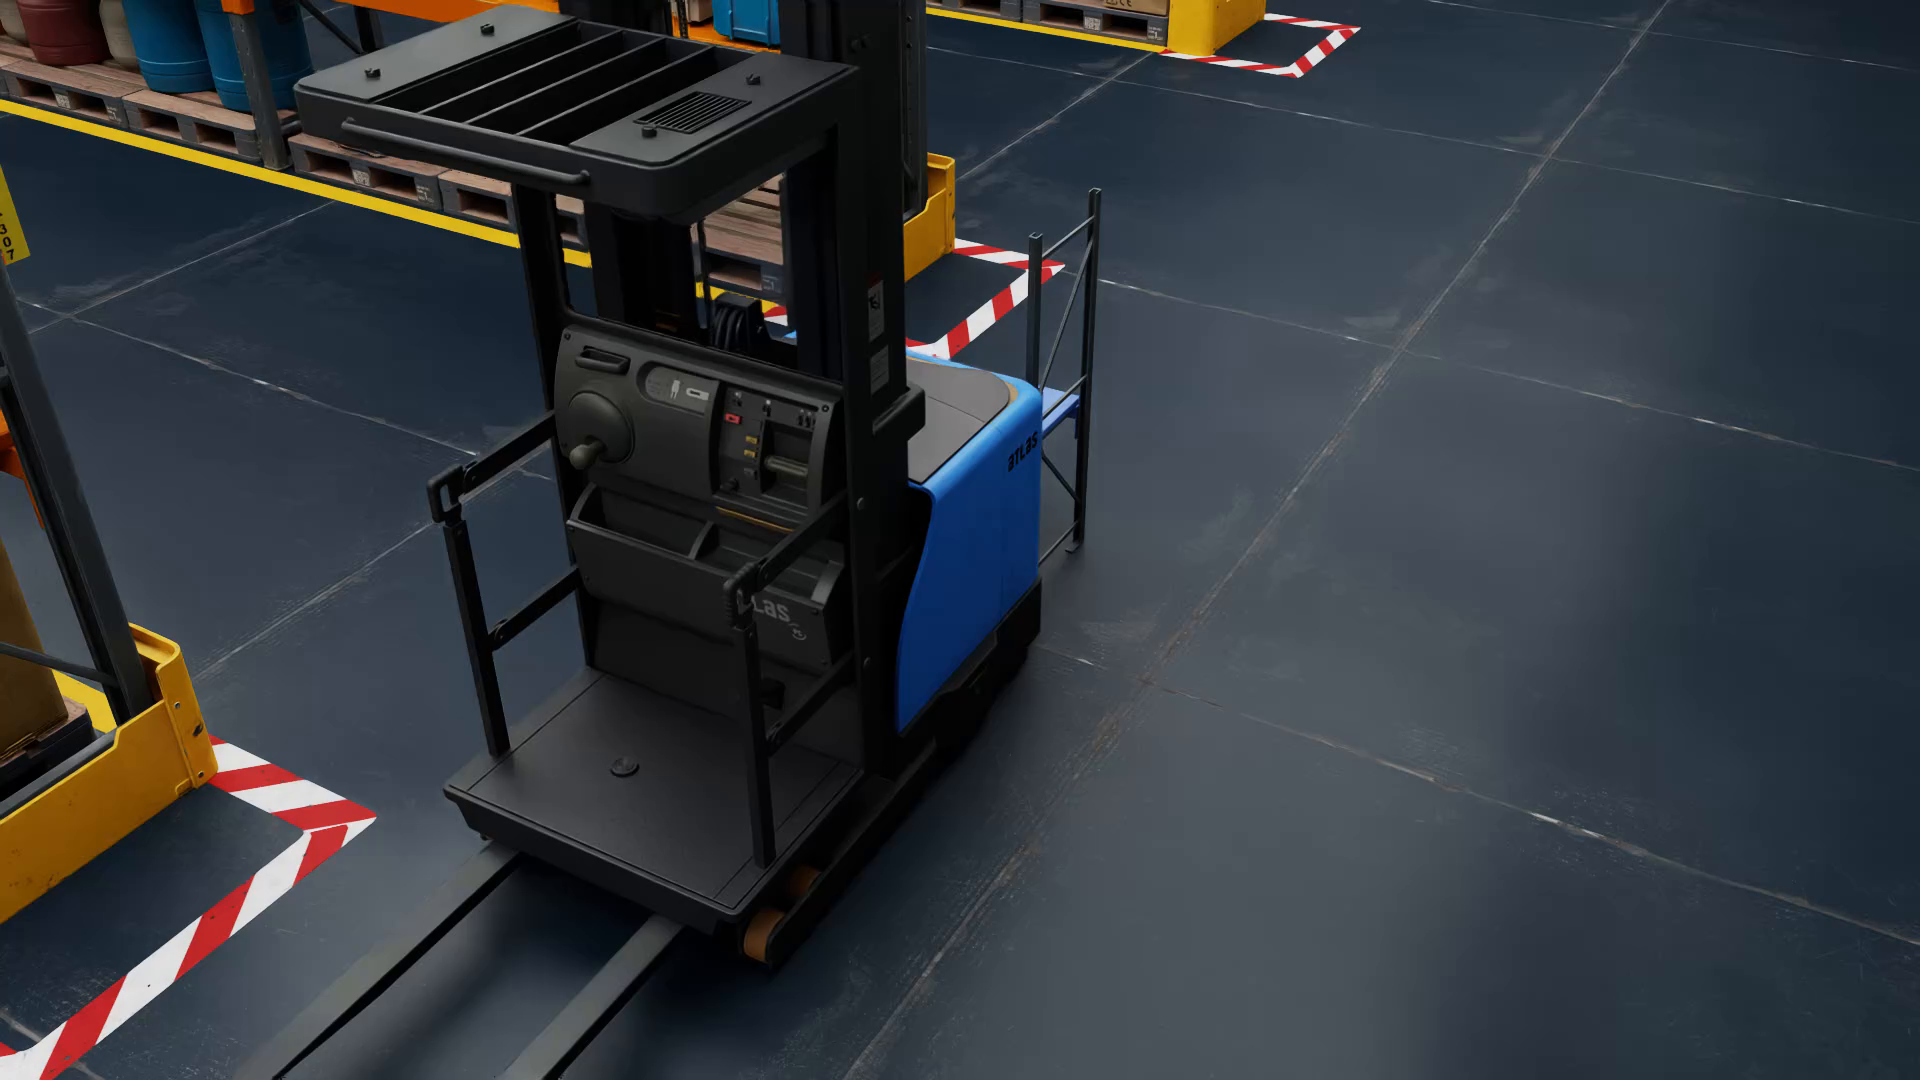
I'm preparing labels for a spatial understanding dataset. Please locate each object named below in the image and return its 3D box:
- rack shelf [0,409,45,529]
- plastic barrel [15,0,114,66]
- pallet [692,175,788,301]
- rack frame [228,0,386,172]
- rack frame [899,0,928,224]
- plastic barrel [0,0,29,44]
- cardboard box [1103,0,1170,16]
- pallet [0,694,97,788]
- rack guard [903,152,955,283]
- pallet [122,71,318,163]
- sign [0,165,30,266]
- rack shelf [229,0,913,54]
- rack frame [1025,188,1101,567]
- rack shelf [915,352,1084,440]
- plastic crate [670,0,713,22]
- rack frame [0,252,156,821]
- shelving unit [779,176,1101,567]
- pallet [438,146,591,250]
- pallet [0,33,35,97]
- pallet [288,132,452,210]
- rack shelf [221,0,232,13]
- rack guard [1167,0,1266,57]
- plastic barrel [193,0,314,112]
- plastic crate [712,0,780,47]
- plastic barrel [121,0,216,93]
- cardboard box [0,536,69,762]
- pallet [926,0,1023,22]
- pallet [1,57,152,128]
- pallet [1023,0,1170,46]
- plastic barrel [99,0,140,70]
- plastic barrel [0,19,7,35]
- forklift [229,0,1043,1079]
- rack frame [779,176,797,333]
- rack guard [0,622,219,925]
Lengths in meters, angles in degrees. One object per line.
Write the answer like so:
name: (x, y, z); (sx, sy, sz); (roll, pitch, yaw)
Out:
rack shelf: (-4.665, -0.506, 5.453); (4.000, 0.370, 1.077); (18, 37, 24)
plastic barrel: (-6.003, -3.573, 11.207); (0.708, 0.588, 0.600); (18, 37, 24)
pallet: (-1.168, -1.724, 9.149); (1.213, 0.211, 1.003); (18, 37, 24)
rack frame: (-3.944, -3.739, 9.659); (0.127, 3.000, 1.000); (18, 37, 24)
rack frame: (-0.471, -2.639, 8.007); (0.127, 3.000, 1.000); (18, 37, 24)
plastic barrel: (-6.449, -3.740, 11.526); (0.421, 0.512, 0.421); (0, 34, 0)
cardboard box: (1.396, -4.196, 12.202); (0.500, 0.500, 0.500); (18, 37, 24)
pallet: (-3.662, 0.723, 5.474); (1.213, 0.211, 1.003); (18, 37, 24)
rack guard: (-0.444, -1.598, 8.699); (0.348, 0.500, 1.175); (18, 37, 24)
pallet: (-4.593, -2.811, 10.781); (1.213, 0.211, 1.003); (18, 37, 24)
sign: (-2.648, -0.914, 4.564); (0.005, 0.325, 0.100); (18, 37, 24)
rack shelf: (-2.207, -2.890, 9.032); (4.000, 0.370, 1.077); (18, 37, 24)
rack frame: (0.367, -0.508, 6.160); (0.032, 1.500, 0.500); (18, 37, 24)
rack shelf: (-0.074, -0.498, 6.469); (1.000, 0.185, 0.538); (18, 37, 24)
plastic crate: (-1.269, -2.692, 8.269); (0.243, 0.136, 0.396); (18, 37, 24)
rack frame: (-2.928, -0.256, 4.428); (0.127, 3.000, 1.000); (18, 37, 24)
shelving unit: (-0.074, -0.648, 6.370); (1.048, 1.500, 0.538); (18, 37, 24)
pallet: (-2.223, -2.060, 9.653); (1.213, 0.211, 1.003); (18, 37, 24)
pallet: (-6.711, -3.482, 11.788); (1.213, 0.211, 1.003); (18, 37, 24)
pallet: (-3.286, -2.395, 10.156); (1.213, 0.211, 1.003); (18, 37, 24)
rack shelf: (-5.680, -3.990, 10.684); (4.000, 0.370, 1.077); (18, 37, 24)
rack guard: (1.924, -4.002, 12.309); (0.348, 0.500, 1.175); (18, 37, 24)
plastic barrel: (-4.408, -3.198, 10.361); (0.708, 0.901, 0.600); (18, 37, 24)
plastic crate: (-0.854, -2.681, 7.984); (0.499, 0.435, 0.616); (18, 37, 24)
plastic barrel: (-5.022, -3.393, 10.654); (0.708, 0.901, 0.600); (18, 37, 24)
cardboard box: (-3.524, 0.316, 5.107); (0.875, 0.875, 0.875); (18, 37, 24)
pallet: (0.176, -4.437, 13.223); (1.213, 0.211, 1.003); (18, 37, 24)
pallet: (-5.656, -3.146, 11.284); (1.213, 0.211, 1.003); (18, 37, 24)
pallet: (1.231, -4.101, 12.718); (1.213, 0.211, 1.003); (18, 37, 24)
plastic barrel: (-5.468, -3.429, 11.059); (0.421, 0.512, 0.421); (0, 34, 0)
plastic barrel: (-6.983, -3.984, 11.606); (0.708, 0.830, 0.600); (18, 37, 24)
forklift: (-0.858, -0.266, 4.505); (1.130, 2.935, 3.031); (17, 37, 24)
rack frame: (-0.515, -0.788, 6.579); (0.032, 1.500, 0.500); (18, 37, 24)
rack guard: (-2.908, 0.791, 5.111); (0.348, 0.500, 1.175); (18, 37, 24)
